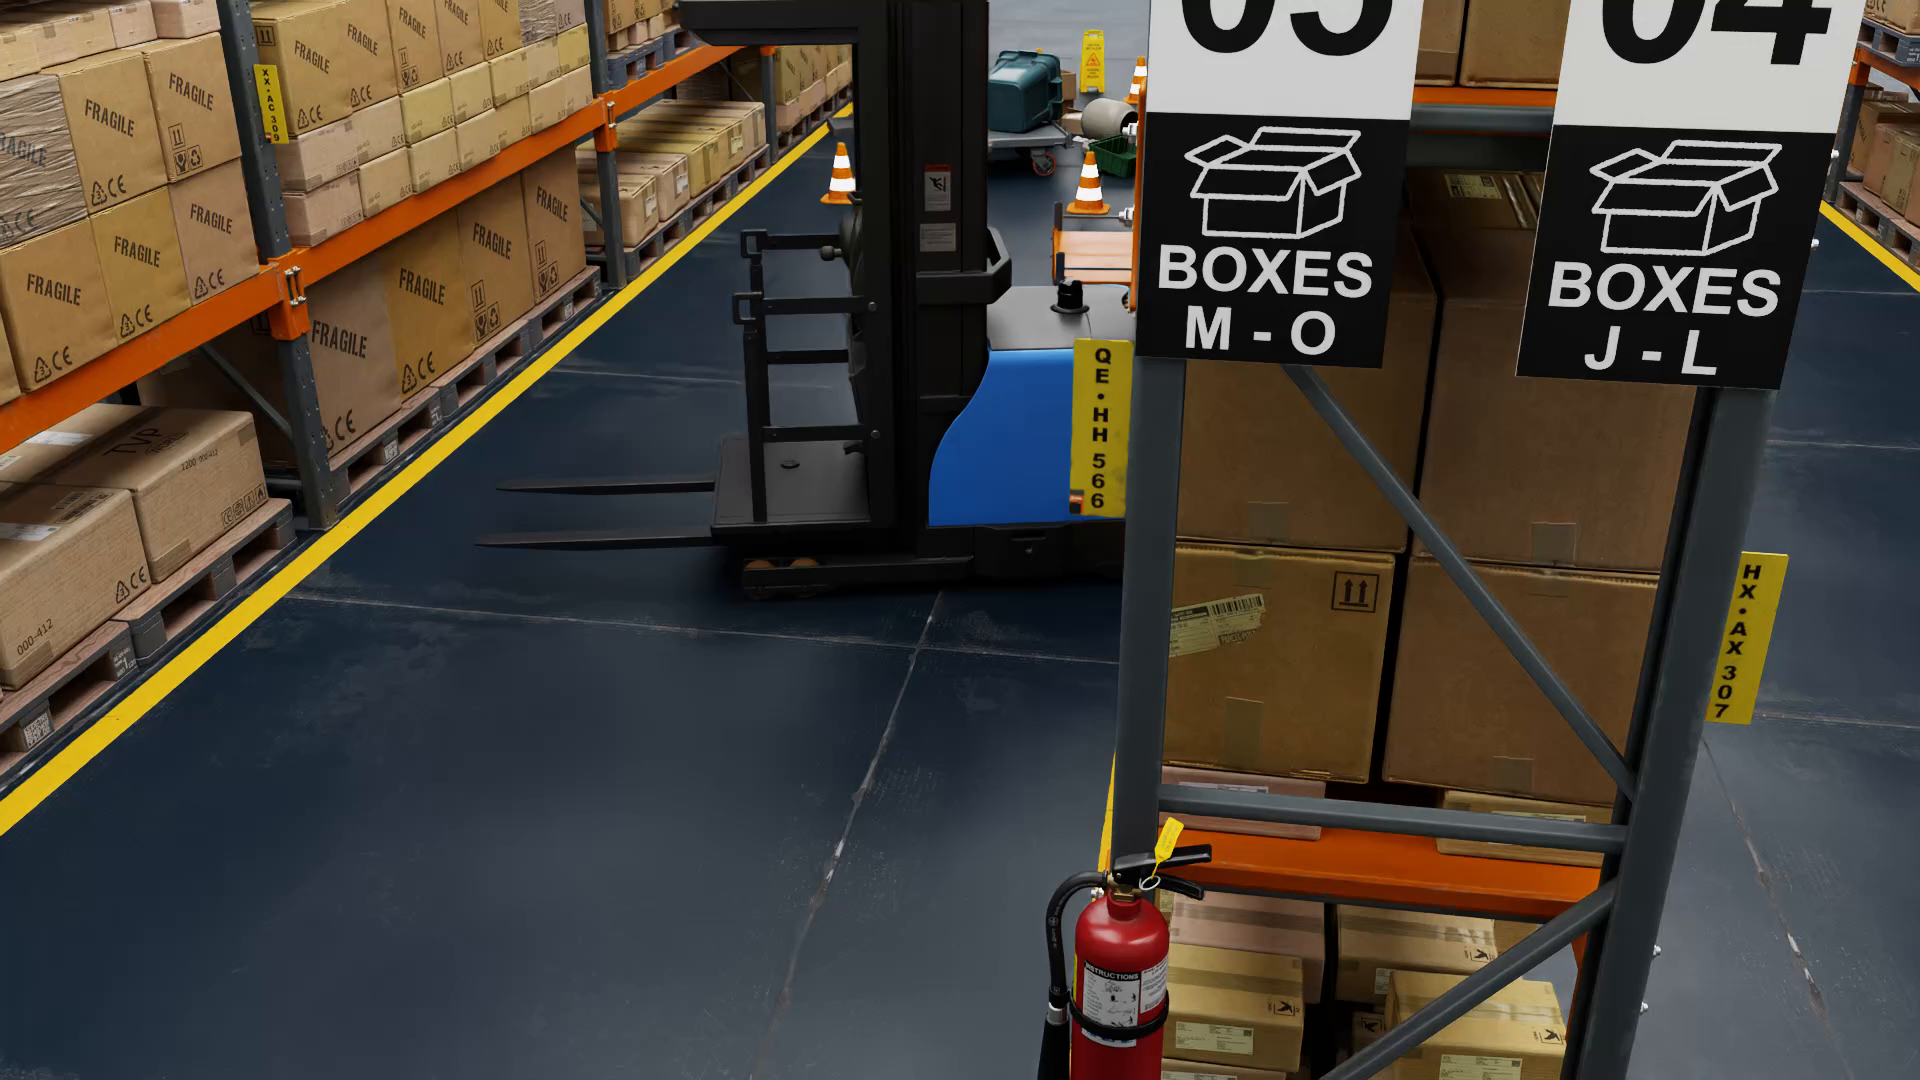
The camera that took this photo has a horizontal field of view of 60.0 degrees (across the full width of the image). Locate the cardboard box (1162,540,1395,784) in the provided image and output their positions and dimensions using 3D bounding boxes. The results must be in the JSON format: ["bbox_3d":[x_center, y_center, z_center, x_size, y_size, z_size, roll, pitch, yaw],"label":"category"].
[{"bbox_3d":[0.607,0.138,3.448,0.500,0.500,0.500,5,25,10],"label":"cardboard box"}]

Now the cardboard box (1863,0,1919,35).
[{"bbox_3d":[7.358,-4.248,12.085,1.000,1.000,1.000,4,25,9],"label":"cardboard box"}]

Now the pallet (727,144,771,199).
[{"bbox_3d":[-2.277,-3.207,14.353,1.003,0.211,1.213,4,25,9],"label":"pallet"}]

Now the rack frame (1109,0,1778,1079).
[{"bbox_3d":[0.791,0.524,3.092,0.949,2.616,0.053,4,25,9],"label":"rack frame"}]

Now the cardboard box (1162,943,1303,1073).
[{"bbox_3d":[0.624,1.116,3.992,0.380,0.149,0.250,4,25,9],"label":"cardboard box"}]

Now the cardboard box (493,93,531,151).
[{"bbox_3d":[-2.797,-2.401,9.518,0.500,0.250,0.500,4,25,8],"label":"cardboard box"}]

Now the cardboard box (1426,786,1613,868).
[{"bbox_3d":[1.164,0.525,3.387,0.380,0.149,0.250,4,25,8],"label":"cardboard box"}]

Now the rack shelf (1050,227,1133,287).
[{"bbox_3d":[0.740,-1.363,8.644,0.538,0.278,1.000,1,25,2],"label":"rack shelf"}]

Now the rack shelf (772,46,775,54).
[{"bbox_3d":[-1.824,-5.306,16.397,1.077,0.370,4.000,4,25,9],"label":"rack shelf"}]

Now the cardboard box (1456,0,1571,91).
[{"bbox_3d":[1.113,-0.937,2.852,0.500,0.250,0.500,5,26,10],"label":"cardboard box"}]

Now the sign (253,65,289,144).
[{"bbox_3d":[-2.911,-1.840,7.028,0.100,0.325,0.005,4,25,9],"label":"sign"}]

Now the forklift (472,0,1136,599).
[{"bbox_3d":[-0.629,-1.305,7.080,3.031,2.935,1.130,-2,25,-4],"label":"forklift"}]

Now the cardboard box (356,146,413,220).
[{"bbox_3d":[-3.043,-1.764,8.158,0.500,0.250,0.500,3,25,7],"label":"cardboard box"}]

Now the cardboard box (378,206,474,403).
[{"bbox_3d":[-3.296,-1.321,9.045,0.875,0.875,0.875,5,26,10],"label":"cardboard box"}]

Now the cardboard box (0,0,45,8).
[{"bbox_3d":[-3.792,-2.019,6.463,0.380,0.149,0.250,4,25,9],"label":"cardboard box"}]

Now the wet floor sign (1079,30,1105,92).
[{"bbox_3d":[1.454,-5.251,18.207,0.267,0.644,0.232,0,25,-1],"label":"wet floor sign"}]

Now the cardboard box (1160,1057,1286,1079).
[{"bbox_3d":[0.593,1.250,4.059,0.380,0.149,0.250,3,25,7],"label":"cardboard box"}]

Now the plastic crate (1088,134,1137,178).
[{"bbox_3d":[1.485,-3.411,14.748,0.450,0.188,0.662,29,36,30],"label":"plastic crate"}]

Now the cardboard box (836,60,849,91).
[{"bbox_3d":[-1.456,-4.841,17.301,0.500,0.250,0.500,4,25,9],"label":"cardboard box"}]

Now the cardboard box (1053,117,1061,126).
[{"bbox_3d":[0.569,-4.098,15.751,0.797,0.637,0.503,4,25,9],"label":"cardboard box"}]

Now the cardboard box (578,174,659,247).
[{"bbox_3d":[-2.703,-2.358,11.855,0.950,0.372,0.625,2,25,5],"label":"cardboard box"}]

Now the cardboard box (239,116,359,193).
[{"bbox_3d":[-3.108,-1.773,7.586,0.500,0.250,0.500,3,25,7],"label":"cardboard box"}]

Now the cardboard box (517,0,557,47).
[{"bbox_3d":[-2.707,-3.171,9.690,0.500,0.500,0.500,4,25,9],"label":"cardboard box"}]

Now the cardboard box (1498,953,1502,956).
[{"bbox_3d":[1.335,1.109,4.710,0.380,0.149,0.250,4,25,9],"label":"cardboard box"}]

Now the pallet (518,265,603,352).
[{"bbox_3d":[-3.008,-1.535,10.781,1.003,0.211,1.213,4,25,9],"label":"pallet"}]

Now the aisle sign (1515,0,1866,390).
[{"bbox_3d":[1.072,-0.602,2.432,0.394,0.787,0.004,4,25,9],"label":"aisle sign"}]

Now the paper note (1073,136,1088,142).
[{"bbox_3d":[1.166,-3.842,15.930,0.172,0.023,0.155,13,28,26],"label":"paper note"}]

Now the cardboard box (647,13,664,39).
[{"bbox_3d":[-2.333,-3.663,11.838,0.380,0.149,0.250,4,25,9],"label":"cardboard box"}]

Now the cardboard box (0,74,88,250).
[{"bbox_3d":[-3.428,-1.306,5.705,0.500,0.500,0.500,4,25,9],"label":"cardboard box"}]

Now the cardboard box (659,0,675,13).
[{"bbox_3d":[-2.344,-4.106,12.020,0.500,0.500,0.500,4,25,9],"label":"cardboard box"}]

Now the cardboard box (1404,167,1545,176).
[{"bbox_3d":[1.306,-0.706,4.072,0.500,0.500,0.500,3,25,7],"label":"cardboard box"}]

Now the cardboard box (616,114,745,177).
[{"bbox_3d":[-2.348,-3.275,13.813,0.950,0.372,0.625,6,26,12],"label":"cardboard box"}]

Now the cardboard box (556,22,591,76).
[{"bbox_3d":[-2.633,-3.061,10.339,0.500,0.250,0.500,4,25,8],"label":"cardboard box"}]

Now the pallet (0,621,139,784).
[{"bbox_3d":[-3.857,0.637,6.139,1.003,0.211,1.213,4,25,9],"label":"pallet"}]

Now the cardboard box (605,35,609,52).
[{"bbox_3d":[-2.568,-3.322,11.110,0.380,0.149,0.250,3,25,5],"label":"cardboard box"}]

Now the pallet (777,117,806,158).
[{"bbox_3d":[-2.076,-3.816,15.654,1.003,0.211,1.213,4,25,9],"label":"pallet"}]

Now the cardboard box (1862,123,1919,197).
[{"bbox_3d":[7.504,-2.921,12.882,0.700,0.500,0.500,2,25,4],"label":"cardboard box"}]

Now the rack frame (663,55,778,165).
[{"bbox_3d":[-2.151,-4.796,14.457,1.000,3.000,0.127,4,25,9],"label":"rack frame"}]

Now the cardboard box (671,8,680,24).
[{"bbox_3d":[-2.256,-3.995,12.547,0.380,0.149,0.250,5,26,10],"label":"cardboard box"}]

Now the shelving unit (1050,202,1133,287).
[{"bbox_3d":[0.740,-1.098,8.768,0.538,1.125,1.048,1,25,2],"label":"shelving unit"}]

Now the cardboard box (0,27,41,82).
[{"bbox_3d":[-3.424,-1.670,5.717,0.380,0.149,0.250,4,25,8],"label":"cardboard box"}]

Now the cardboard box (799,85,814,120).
[{"bbox_3d":[-1.712,-4.193,15.917,0.500,0.250,0.500,5,26,11],"label":"cardboard box"}]

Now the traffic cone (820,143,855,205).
[{"bbox_3d":[-0.972,-3.031,13.680,0.336,0.463,0.334,4,25,9],"label":"traffic cone"}]

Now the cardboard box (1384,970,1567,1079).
[{"bbox_3d":[1.209,1.160,3.900,0.380,0.149,0.250,3,25,6],"label":"cardboard box"}]

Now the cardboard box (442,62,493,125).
[{"bbox_3d":[-2.861,-2.414,8.955,0.500,0.250,0.500,3,25,7],"label":"cardboard box"}]

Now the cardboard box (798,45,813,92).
[{"bbox_3d":[-1.712,-4.533,15.759,0.500,0.500,0.500,5,26,11],"label":"cardboard box"}]

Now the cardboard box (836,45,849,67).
[{"bbox_3d":[-1.453,-5.182,17.145,0.500,0.500,0.500,5,26,10],"label":"cardboard box"}]

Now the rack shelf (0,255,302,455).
[{"bbox_3d":[-3.785,-0.288,5.675,1.077,0.370,4.000,4,25,9],"label":"rack shelf"}]

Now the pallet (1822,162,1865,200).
[{"bbox_3d":[7.701,-3.130,14.187,1.003,0.211,1.213,4,25,9],"label":"pallet"}]

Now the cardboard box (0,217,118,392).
[{"bbox_3d":[-3.428,-0.857,5.924,0.500,0.500,0.500,4,25,8],"label":"cardboard box"}]

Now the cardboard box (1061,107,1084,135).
[{"bbox_3d":[1.213,-4.103,16.203,0.396,0.266,0.258,8,26,18],"label":"cardboard box"}]

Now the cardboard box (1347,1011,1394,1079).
[{"bbox_3d":[1.127,1.289,3.975,0.380,0.149,0.250,5,26,11],"label":"cardboard box"}]

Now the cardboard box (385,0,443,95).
[{"bbox_3d":[-2.963,-2.536,8.333,0.500,0.500,0.500,3,25,7],"label":"cardboard box"}]

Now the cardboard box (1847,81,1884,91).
[{"bbox_3d":[7.841,-3.837,14.862,0.500,0.500,0.500,2,25,4],"label":"cardboard box"}]

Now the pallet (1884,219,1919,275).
[{"bbox_3d":[7.303,-2.009,11.792,1.003,0.211,1.213,4,25,9],"label":"pallet"}]

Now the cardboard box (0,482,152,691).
[{"bbox_3d":[-3.813,0.150,6.418,0.875,0.438,0.875,3,25,7],"label":"cardboard box"}]

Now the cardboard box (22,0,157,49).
[{"bbox_3d":[-3.345,-1.988,6.397,0.380,0.149,0.250,5,25,10],"label":"cardboard box"}]
